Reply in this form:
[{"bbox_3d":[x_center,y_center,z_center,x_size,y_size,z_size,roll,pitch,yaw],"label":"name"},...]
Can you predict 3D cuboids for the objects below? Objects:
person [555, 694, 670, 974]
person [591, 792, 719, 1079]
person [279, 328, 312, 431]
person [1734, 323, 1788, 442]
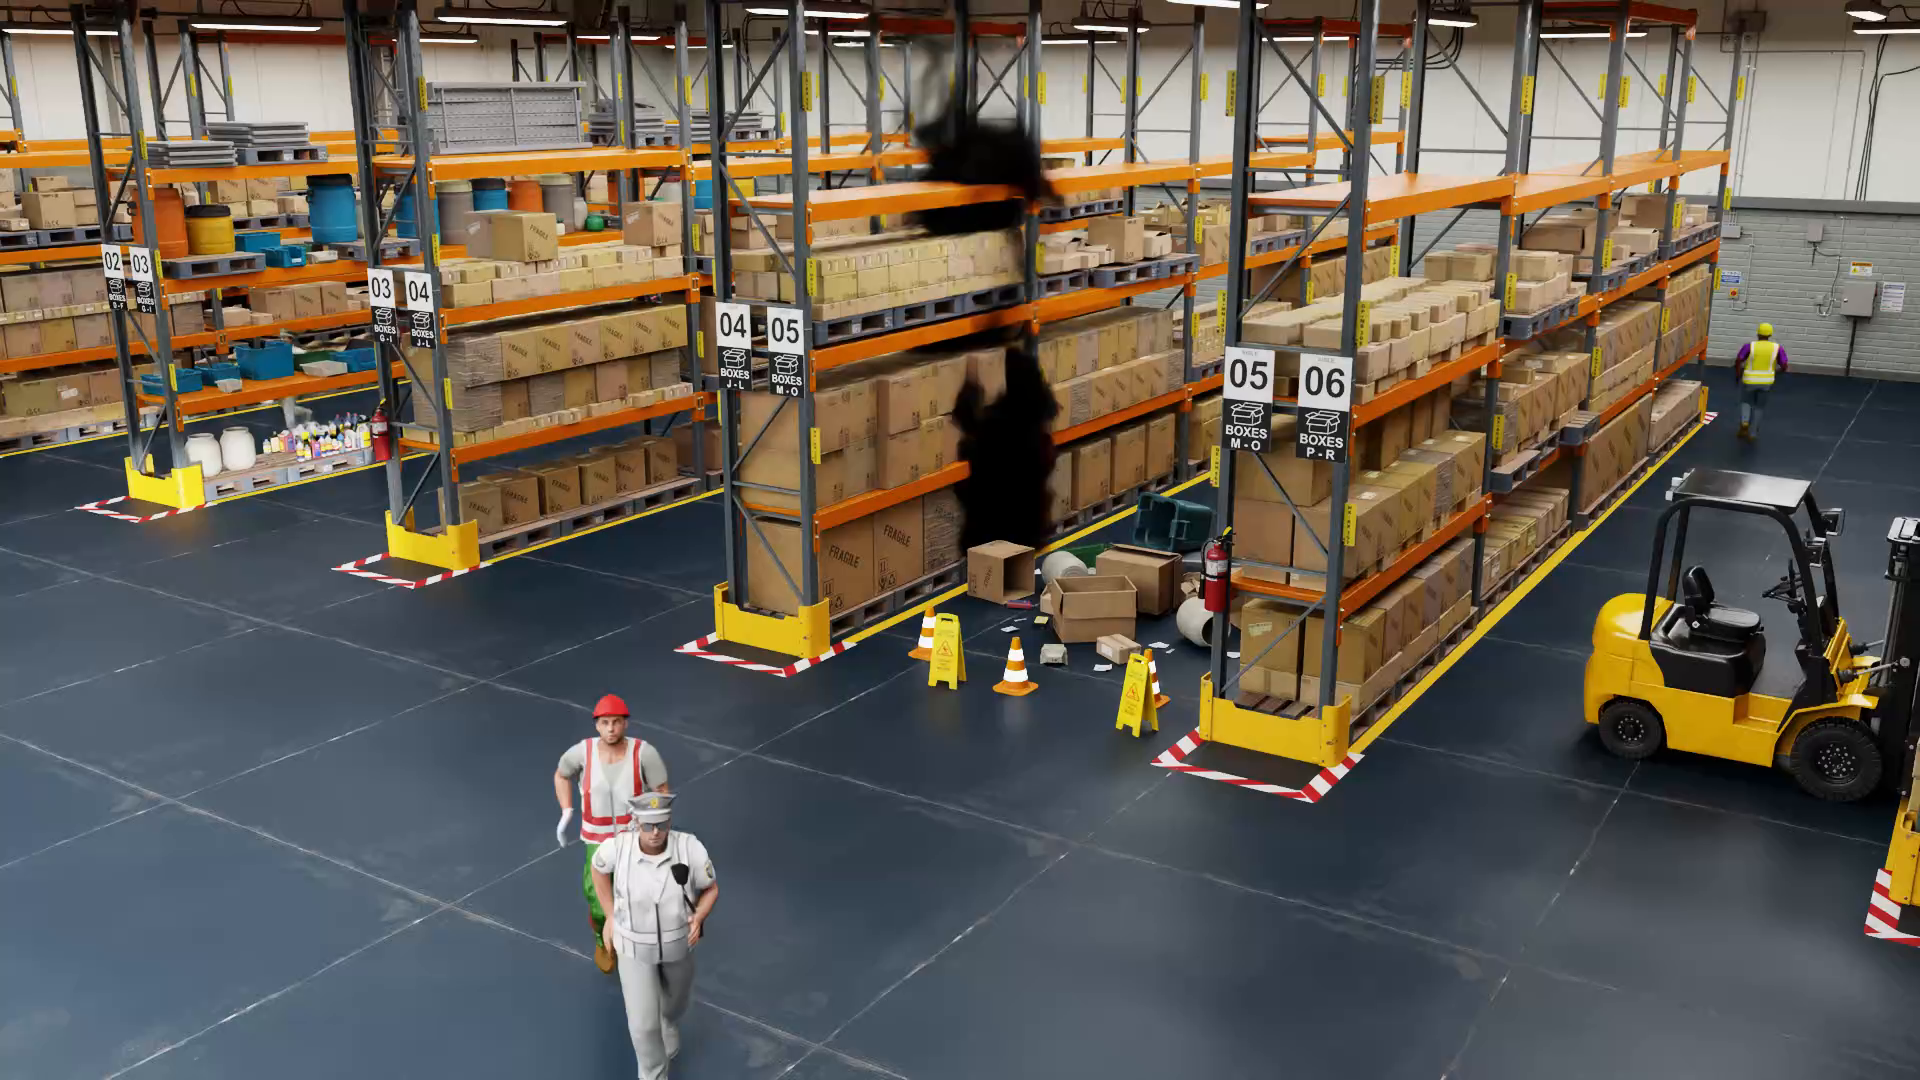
[{"bbox_3d":[-1.991,1.745,9.614,0.651,1.742,0.640,-4,16,-13],"label":"person"},{"bbox_3d":[-1.542,2.068,8.518,0.612,1.796,0.931,-5,16,-17],"label":"person"},{"bbox_3d":[-9.784,-2.280,24.338,0.587,1.669,0.689,5,16,19],"label":"person"},{"bbox_3d":[11.660,-2.313,24.291,0.712,1.725,0.573,6,17,21],"label":"person"}]
